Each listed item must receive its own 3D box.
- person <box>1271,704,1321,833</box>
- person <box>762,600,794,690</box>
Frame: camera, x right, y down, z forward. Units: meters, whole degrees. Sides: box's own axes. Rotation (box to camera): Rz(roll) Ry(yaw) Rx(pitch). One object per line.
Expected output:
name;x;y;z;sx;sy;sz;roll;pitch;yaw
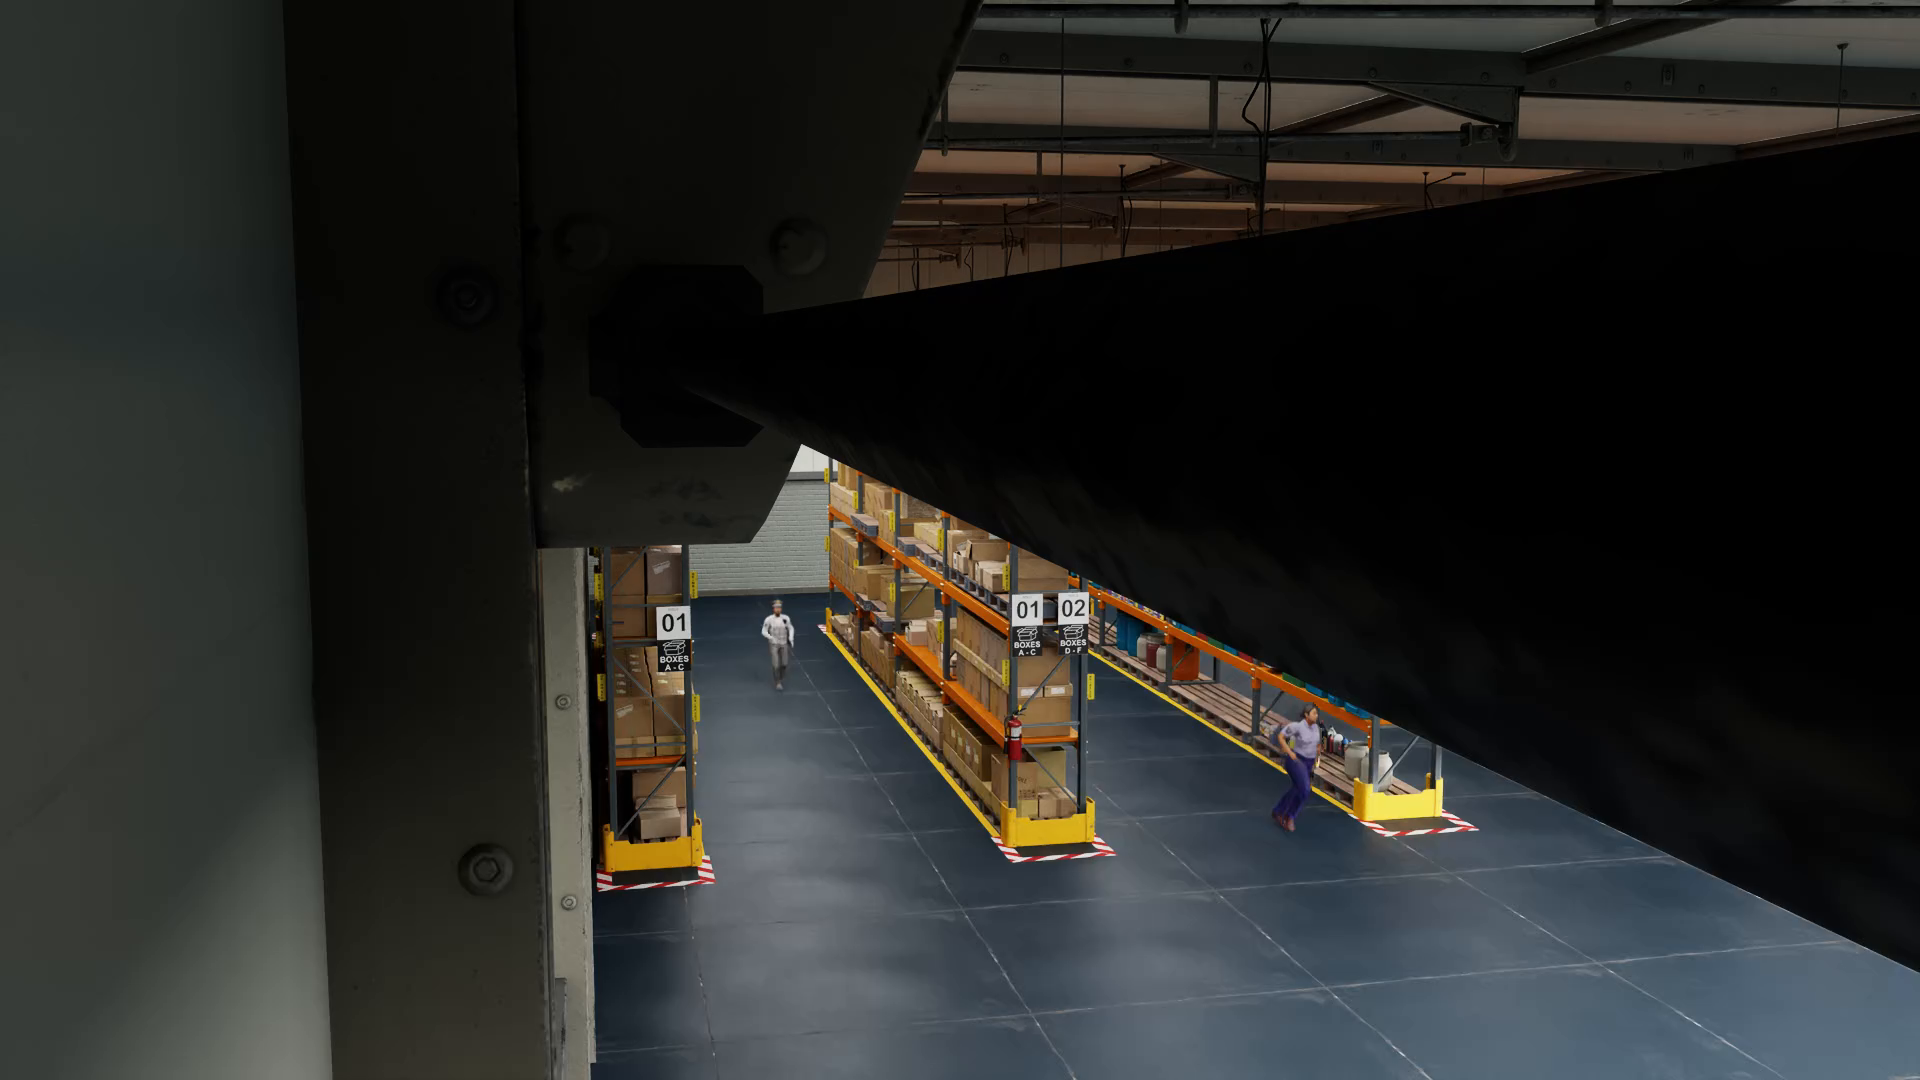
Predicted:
person;4.438;2.968;21.841;0.729;1.633;0.651;-6;9;-41
person;-3.314;1.913;30.407;0.612;1.658;0.548;-2;7;-15
